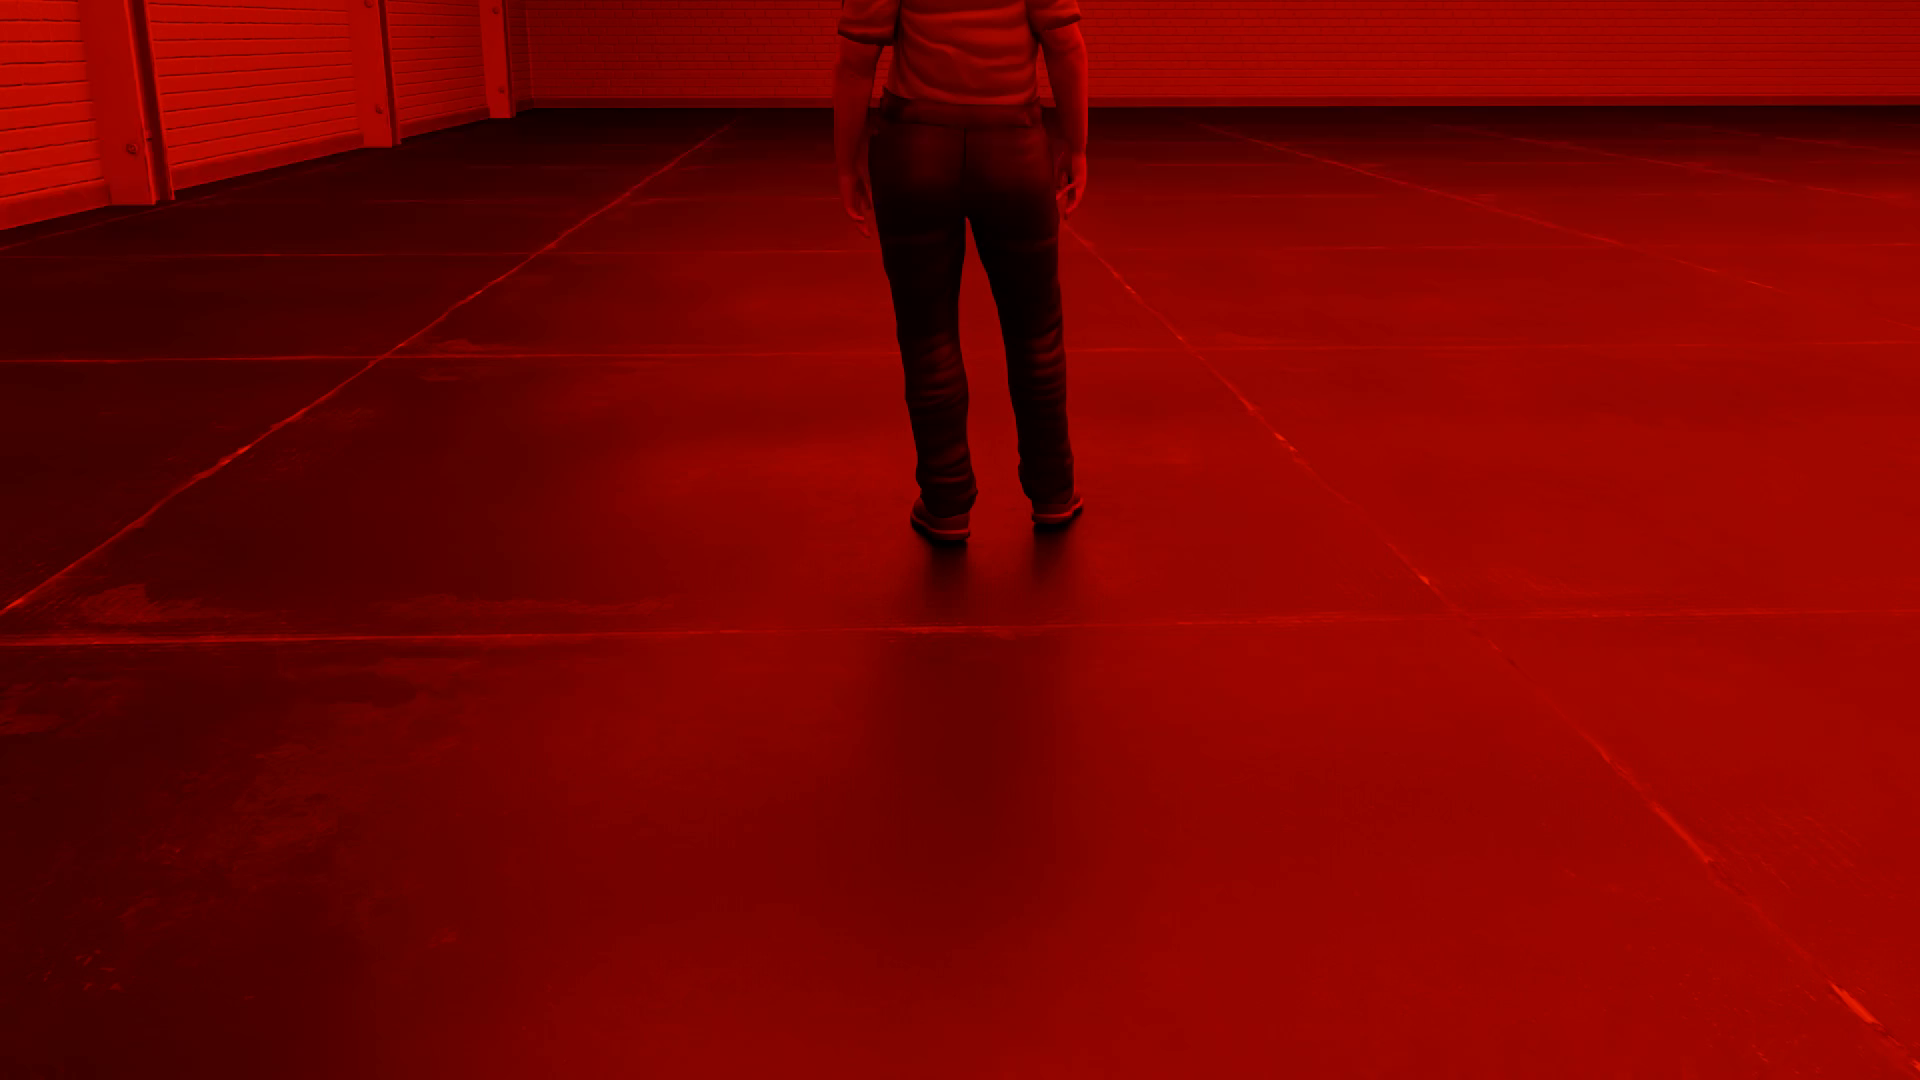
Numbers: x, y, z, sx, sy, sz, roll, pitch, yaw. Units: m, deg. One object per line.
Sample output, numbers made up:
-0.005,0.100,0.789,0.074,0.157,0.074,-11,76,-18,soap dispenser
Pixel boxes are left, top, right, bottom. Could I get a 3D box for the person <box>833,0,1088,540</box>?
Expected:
0.018,-0.822,3.761,0.598,1.651,0.503,-1,17,-3,person
